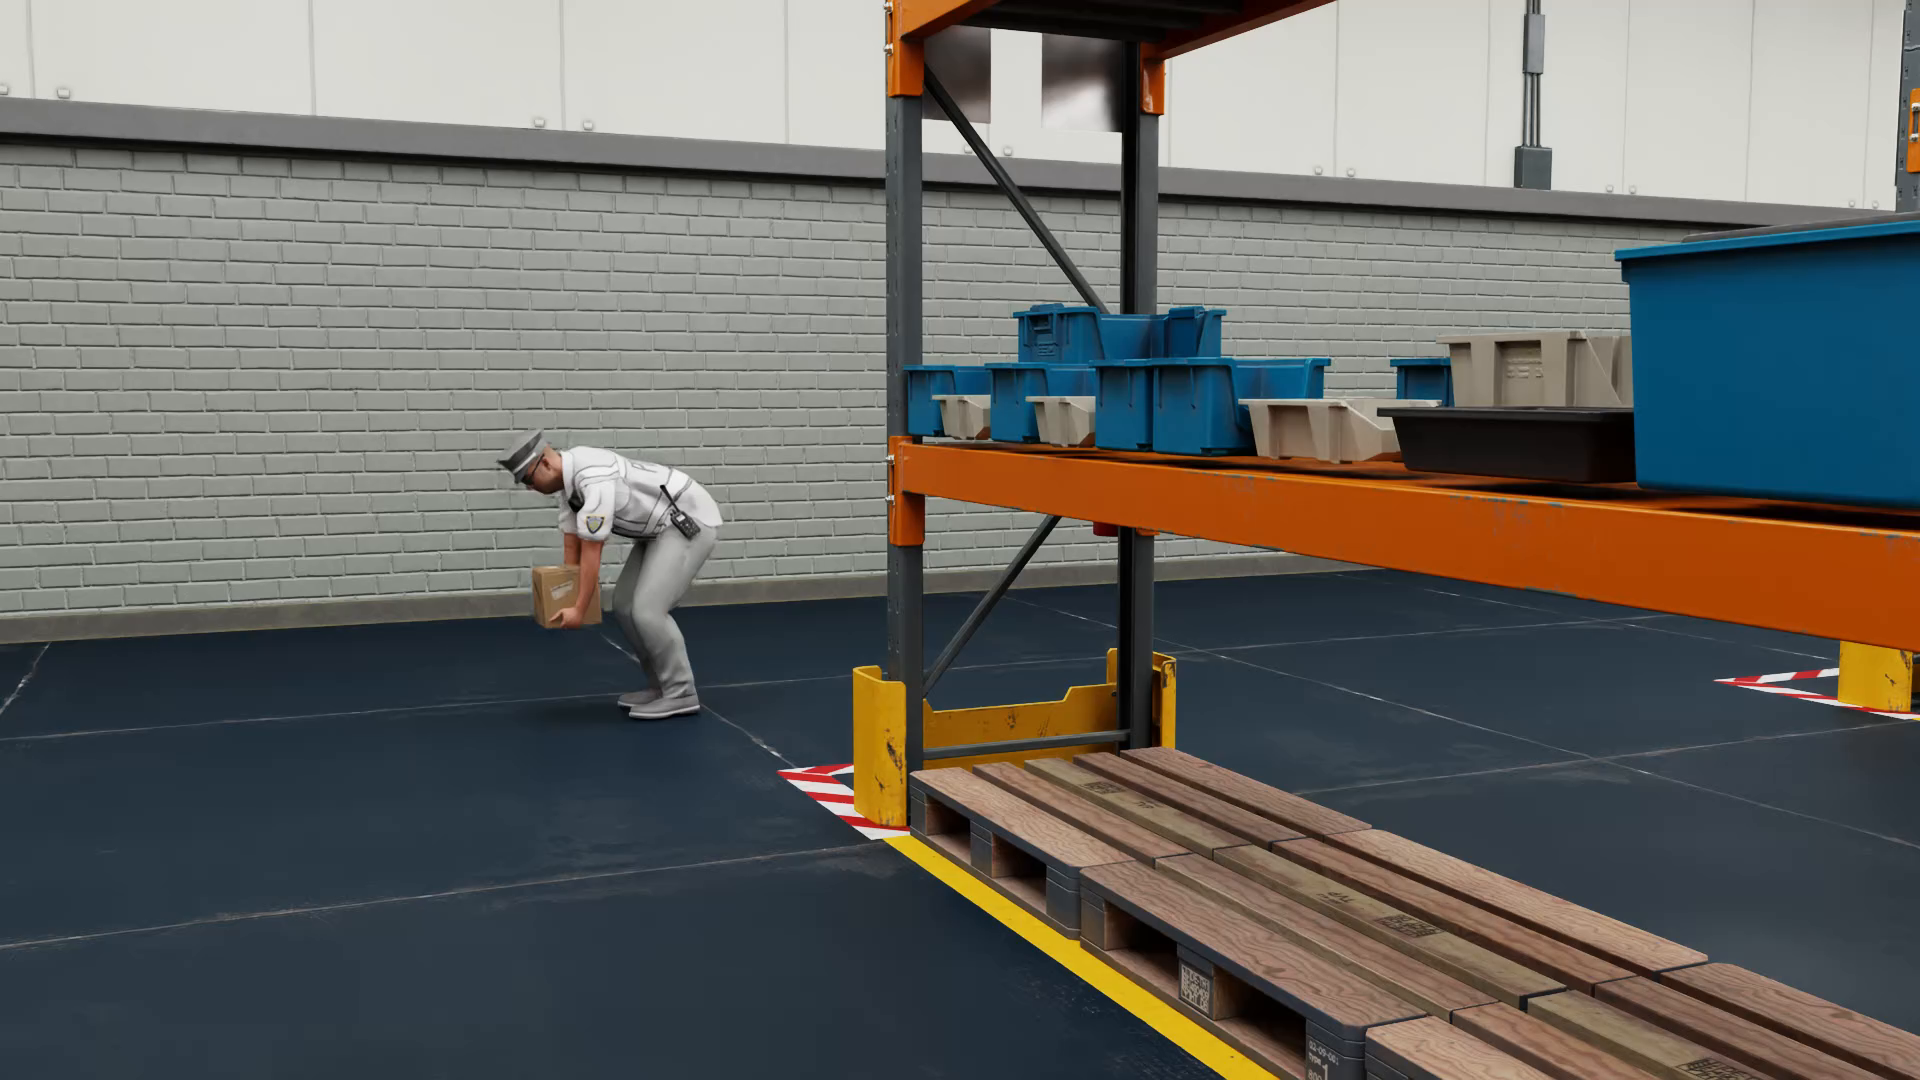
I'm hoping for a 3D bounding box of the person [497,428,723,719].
[{"bbox_3d":[-1.580,0.147,7.530,0.998,1.312,0.498,-3,6,-26],"label":"person"}]
